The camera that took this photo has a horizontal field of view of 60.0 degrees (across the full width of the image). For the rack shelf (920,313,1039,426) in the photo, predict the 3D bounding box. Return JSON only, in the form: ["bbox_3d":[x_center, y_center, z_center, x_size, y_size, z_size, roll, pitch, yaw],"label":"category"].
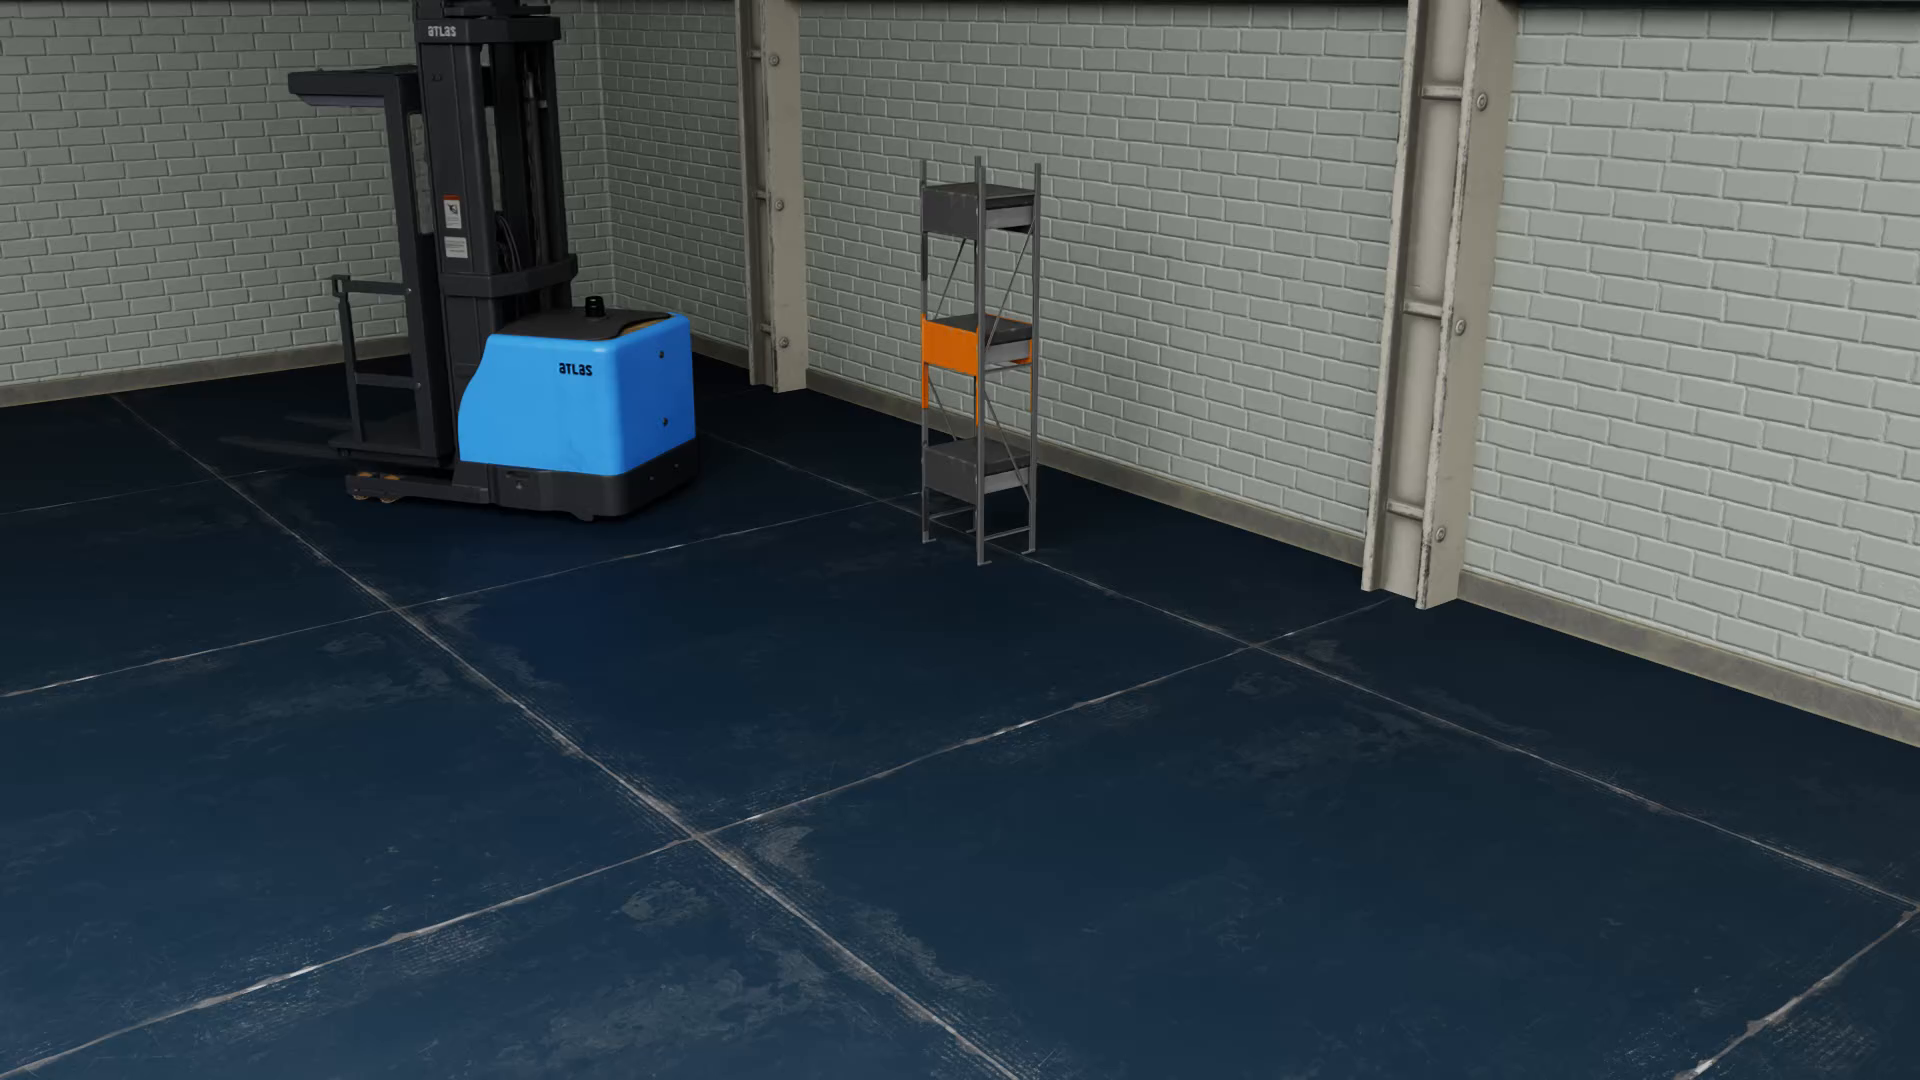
[{"bbox_3d":[0.103,-0.943,8.914,0.431,0.518,0.480,-14,23,-36],"label":"rack shelf"}]

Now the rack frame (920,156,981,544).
[{"bbox_3d":[-0.049,-1.016,9.091,0.400,2.100,0.015,-14,23,-36],"label":"rack frame"}]

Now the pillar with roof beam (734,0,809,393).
[{"bbox_3d":[-4.786,-4.640,9.059,9.100,9.000,0.400,-14,23,-36],"label":"pillar with roof beam"}]

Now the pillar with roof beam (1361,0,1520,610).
[{"bbox_3d":[-1.061,-3.161,4.594,9.100,9.000,0.400,-14,23,-36],"label":"pillar with roof beam"}]

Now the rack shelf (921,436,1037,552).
[{"bbox_3d":[0.103,-0.279,9.134,0.431,0.518,0.480,-14,23,-36],"label":"rack shelf"}]

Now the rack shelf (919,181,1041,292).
[{"bbox_3d":[0.103,-1.608,8.693,0.431,0.518,0.480,-14,23,-36],"label":"rack shelf"}]

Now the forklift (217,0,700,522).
[{"bbox_3d":[-3.196,-1.761,10.019,3.031,2.935,1.130,6,19,18],"label":"forklift"}]

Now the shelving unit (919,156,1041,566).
[{"bbox_3d":[0.103,-0.956,8.909,0.431,2.100,0.503,-14,23,-36],"label":"shelving unit"}]

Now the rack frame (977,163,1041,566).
[{"bbox_3d":[0.254,-0.896,8.728,0.400,2.100,0.015,-14,23,-36],"label":"rack frame"}]
